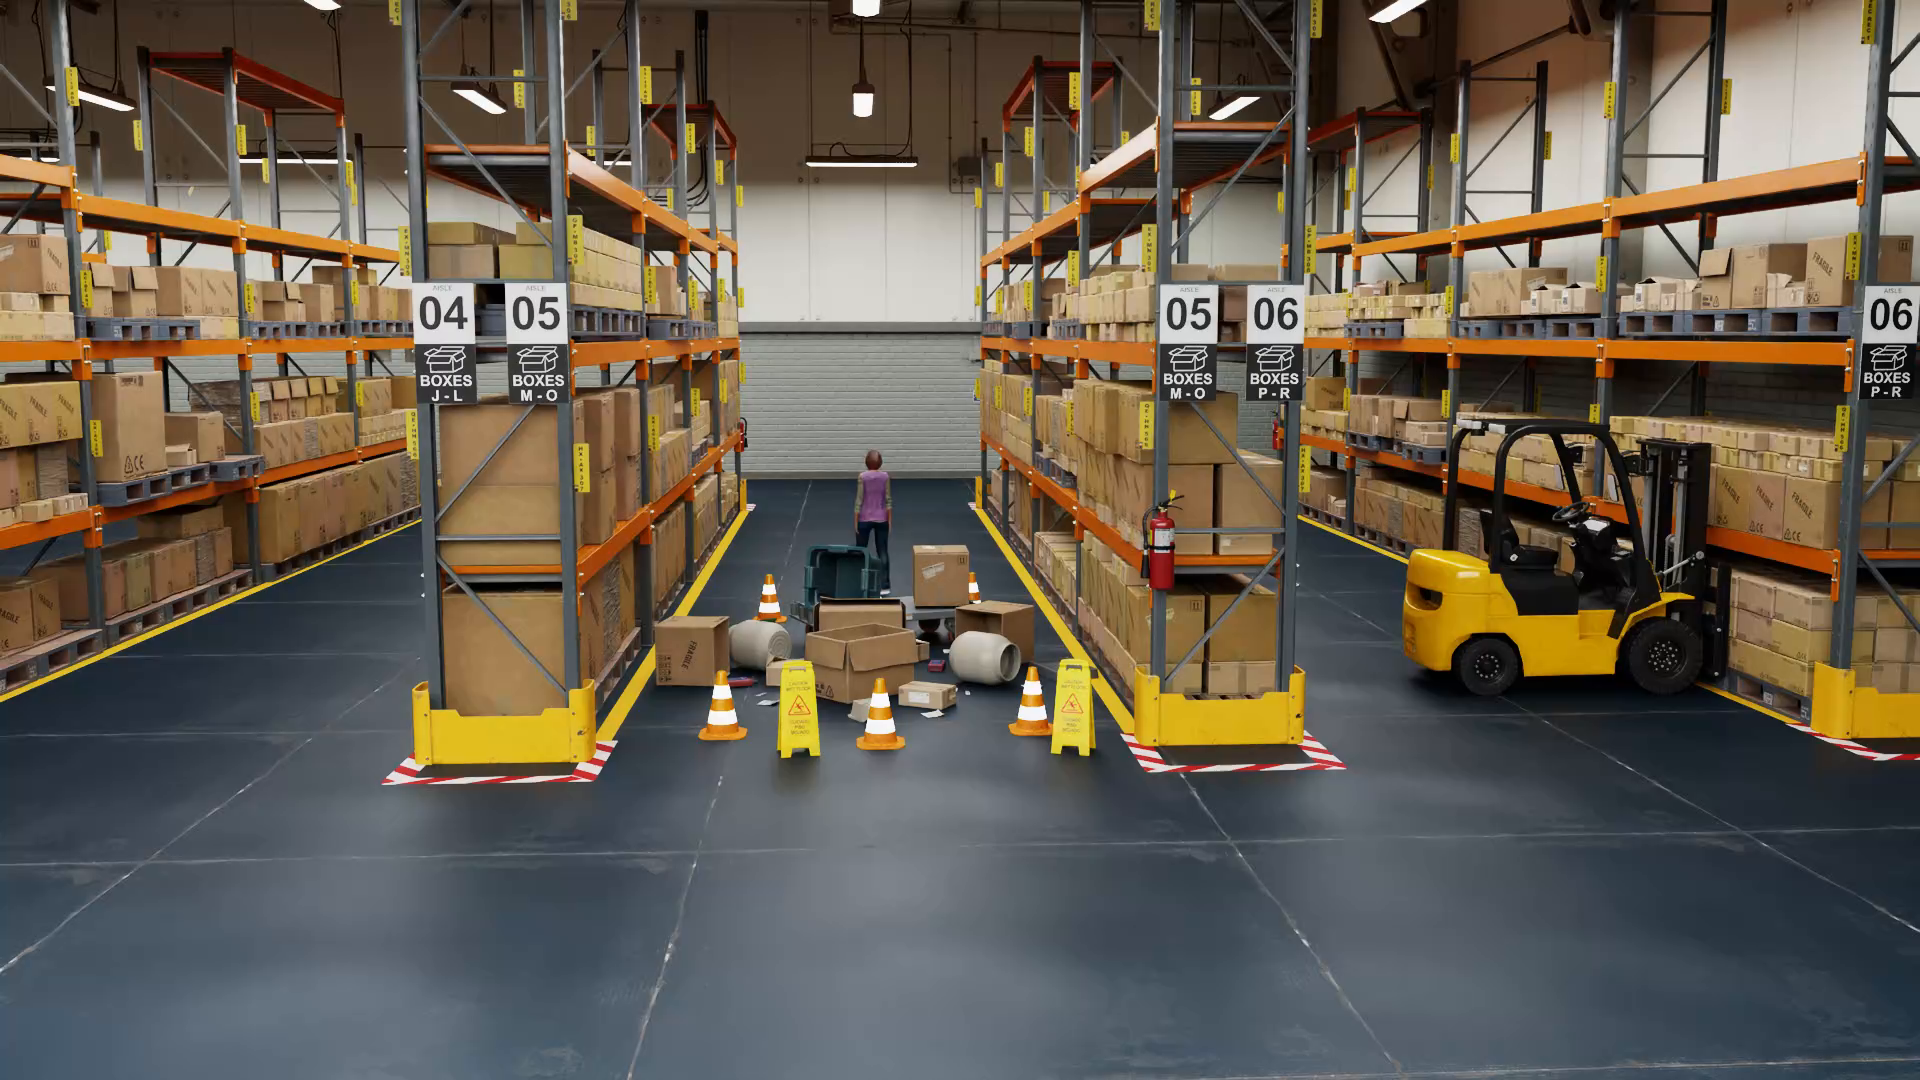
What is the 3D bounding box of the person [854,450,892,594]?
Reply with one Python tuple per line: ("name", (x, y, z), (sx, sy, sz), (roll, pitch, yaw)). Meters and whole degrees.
("person", (-0.979, -0.204, 18.412), (0.430, 1.598, 0.560), (-2, 7, -15))
